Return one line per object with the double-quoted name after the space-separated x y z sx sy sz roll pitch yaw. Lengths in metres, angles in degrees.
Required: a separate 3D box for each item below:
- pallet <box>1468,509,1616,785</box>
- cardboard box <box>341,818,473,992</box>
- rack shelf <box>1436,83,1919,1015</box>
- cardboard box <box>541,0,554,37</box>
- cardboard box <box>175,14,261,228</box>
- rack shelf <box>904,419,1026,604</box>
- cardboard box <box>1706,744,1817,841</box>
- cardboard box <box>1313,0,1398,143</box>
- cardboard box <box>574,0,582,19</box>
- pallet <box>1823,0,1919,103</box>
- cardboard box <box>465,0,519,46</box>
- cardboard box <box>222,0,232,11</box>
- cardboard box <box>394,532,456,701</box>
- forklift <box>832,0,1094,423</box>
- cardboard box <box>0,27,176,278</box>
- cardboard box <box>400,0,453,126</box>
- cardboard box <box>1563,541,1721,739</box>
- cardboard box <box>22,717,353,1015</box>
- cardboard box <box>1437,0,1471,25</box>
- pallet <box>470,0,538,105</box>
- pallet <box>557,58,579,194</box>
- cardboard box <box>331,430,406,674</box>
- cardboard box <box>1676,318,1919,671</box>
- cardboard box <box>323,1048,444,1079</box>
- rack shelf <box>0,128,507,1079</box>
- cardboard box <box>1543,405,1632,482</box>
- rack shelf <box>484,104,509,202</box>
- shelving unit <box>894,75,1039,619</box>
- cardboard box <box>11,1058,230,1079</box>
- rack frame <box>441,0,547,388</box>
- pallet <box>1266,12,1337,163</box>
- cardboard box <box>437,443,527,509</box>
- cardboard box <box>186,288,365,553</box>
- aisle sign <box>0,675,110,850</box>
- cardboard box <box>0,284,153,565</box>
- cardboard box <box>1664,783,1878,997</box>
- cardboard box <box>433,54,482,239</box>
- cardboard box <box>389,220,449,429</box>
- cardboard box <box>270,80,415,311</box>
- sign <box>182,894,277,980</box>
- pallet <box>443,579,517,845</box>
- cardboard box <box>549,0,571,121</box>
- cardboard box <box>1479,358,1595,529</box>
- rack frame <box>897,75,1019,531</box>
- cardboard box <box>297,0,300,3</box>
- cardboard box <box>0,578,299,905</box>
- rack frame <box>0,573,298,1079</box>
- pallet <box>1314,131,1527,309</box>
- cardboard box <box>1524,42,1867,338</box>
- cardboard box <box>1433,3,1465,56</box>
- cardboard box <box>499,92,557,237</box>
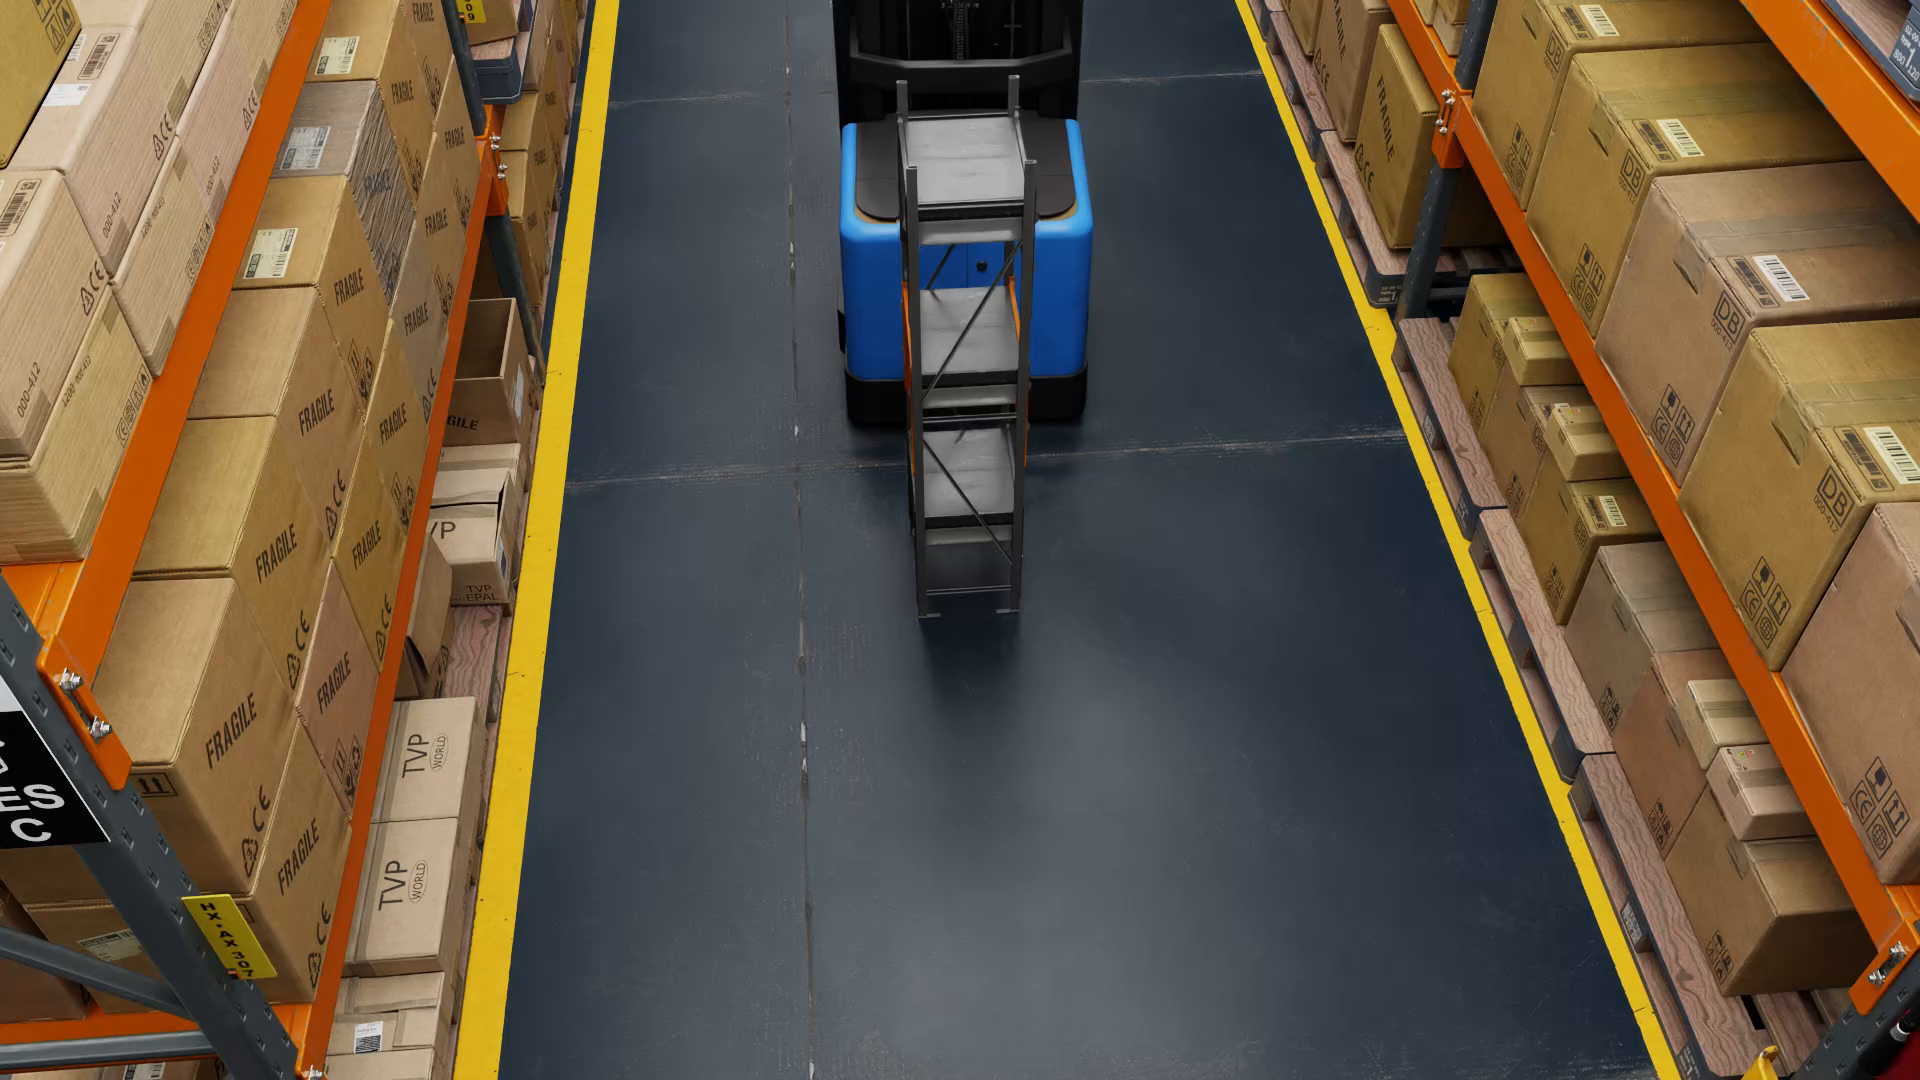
2.639 0.357 6.403 1.003 0.211 1.213 -3 47 -3 "pallet"
-1.858 1.178 5.296 0.500 0.250 0.500 -3 47 -3 "cardboard box"
2.716 -0.347 5.645 1.077 0.370 4.000 -3 47 -3 "rack shelf"
-2.312 -2.739 8.317 0.500 0.250 0.500 -4 47 -4 "cardboard box"
-1.915 -0.935 3.744 0.500 0.250 0.500 -3 47 -3 "cardboard box"
0.014 -0.112 6.529 0.431 0.518 0.480 -3 47 -3 "rack shelf"
2.532 0.762 5.084 0.380 0.149 0.250 -4 47 -4 "cardboard box"
2.287 -2.552 8.429 0.750 0.750 0.750 -2 47 -2 "cardboard box"
-2.410 -3.261 9.328 0.500 0.500 0.500 -2 47 -2 "cardboard box"
2.705 -1.570 4.302 1.003 0.211 1.213 -3 47 -3 "pallet"
-2.205 -2.273 6.615 0.700 0.500 0.500 -18 49 -16 "cardboard box"
-1.957 -1.469 3.905 0.500 0.250 0.500 -3 47 -3 "cardboard box"
-2.225 0.328 5.926 0.797 0.503 0.637 -3 47 -3 "cardboard box"
-0.018 -2.580 7.311 1.130 2.935 3.031 -1 47 -1 "forklift"
-1.871 -0.746 3.220 0.500 0.250 0.500 -3 47 -3 "cardboard box"
-2.087 -1.766 5.736 0.500 0.500 0.500 -3 47 -3 "cardboard box"
2.640 0.341 5.930 0.700 0.500 0.500 -5 47 -5 "cardboard box"
-1.827 0.785 4.009 0.500 0.500 0.500 -3 47 -2 "cardboard box"
2.258 -2.504 6.905 0.500 0.500 0.500 -4 47 -4 "cardboard box"
-2.346 -2.257 7.090 1.003 0.211 1.213 -3 47 -3 "pallet"
-2.599 -2.250 8.872 1.003 0.211 1.213 -3 47 -3 "pallet"
-1.915 0.048 4.706 0.500 0.500 0.500 -4 47 -3 "cardboard box"
2.758 -0.145 4.751 0.980 0.700 0.700 -4 47 -4 "cardboard box"
-1.746 1.661 4.908 0.380 0.149 0.250 -3 47 -3 "cardboard box"
-2.220 -0.044 5.357 1.077 0.370 4.000 -3 47 -3 "rack shelf"
2.399 -0.366 6.153 0.380 0.149 0.250 -5 47 -4 "cardboard box"
-2.555 -2.938 8.098 1.077 0.370 4.000 -3 47 -3 "rack shelf"
0.014 -0.602 6.011 0.431 2.100 0.503 -3 47 -3 "shelving unit"
-2.344 1.486 4.832 0.500 0.500 0.500 -3 47 -3 "cardboard box"
-2.388 -1.738 6.467 1.000 3.000 0.127 -3 47 -3 "rack frame"
2.303 -2.521 9.129 1.003 0.211 1.213 -3 47 -3 "pallet"
-1.966 -0.246 6.714 0.380 0.149 0.250 -3 47 -3 "cardboard box"
-1.916 -0.299 4.347 0.500 0.500 0.500 -3 47 -3 "cardboard box"
-1.755 0.294 2.752 0.394 0.787 0.004 -3 47 -3 "aisle sign"
-1.843 -0.211 3.058 0.500 0.250 0.500 -3 47 -3 "cardboard box"
2.725 1.067 5.242 0.700 0.500 0.500 -3 47 -3 "cardboard box"
-2.090 -1.426 6.103 0.500 0.500 0.500 -3 47 -3 "cardboard box"
-2.000 -0.682 5.398 0.500 0.500 0.500 -3 47 -2 "cardboard box"
-2.000 -1.031 5.039 0.500 0.500 0.500 -3 47 -3 "cardboard box"
-1.512 0.825 3.443 0.100 0.325 0.005 -3 47 -3 "sign"
-2.226 0.603 6.171 1.003 0.211 1.213 -3 47 -3 "pallet"
-2.317 -2.508 8.614 0.500 0.500 0.500 -5 47 -5 "cardboard box"
2.547 -0.416 6.647 0.700 0.500 0.500 -4 47 -4 "cardboard box"
-0.007 -0.779 6.178 0.400 2.100 0.015 -3 47 -3 "rack frame"
-2.000 -1.659 4.429 0.500 0.250 0.500 -3 47 -3 "cardboard box"
-1.827 0.441 3.646 0.500 0.500 0.500 -2 47 -2 "cardboard box"
-2.053 1.156 3.726 1.000 3.000 0.127 -3 47 -3 "rack frame"
2.409 -1.637 8.291 1.003 0.211 1.213 -3 47 -3 "pallet"
2.633 -1.223 5.772 0.980 0.700 0.700 -5 47 -4 "cardboard box"
2.238 -2.190 7.054 0.380 0.149 0.250 -3 47 -3 "cardboard box"
-2.241 -1.780 7.925 0.500 0.500 0.500 -3 47 -3 "cardboard box"
